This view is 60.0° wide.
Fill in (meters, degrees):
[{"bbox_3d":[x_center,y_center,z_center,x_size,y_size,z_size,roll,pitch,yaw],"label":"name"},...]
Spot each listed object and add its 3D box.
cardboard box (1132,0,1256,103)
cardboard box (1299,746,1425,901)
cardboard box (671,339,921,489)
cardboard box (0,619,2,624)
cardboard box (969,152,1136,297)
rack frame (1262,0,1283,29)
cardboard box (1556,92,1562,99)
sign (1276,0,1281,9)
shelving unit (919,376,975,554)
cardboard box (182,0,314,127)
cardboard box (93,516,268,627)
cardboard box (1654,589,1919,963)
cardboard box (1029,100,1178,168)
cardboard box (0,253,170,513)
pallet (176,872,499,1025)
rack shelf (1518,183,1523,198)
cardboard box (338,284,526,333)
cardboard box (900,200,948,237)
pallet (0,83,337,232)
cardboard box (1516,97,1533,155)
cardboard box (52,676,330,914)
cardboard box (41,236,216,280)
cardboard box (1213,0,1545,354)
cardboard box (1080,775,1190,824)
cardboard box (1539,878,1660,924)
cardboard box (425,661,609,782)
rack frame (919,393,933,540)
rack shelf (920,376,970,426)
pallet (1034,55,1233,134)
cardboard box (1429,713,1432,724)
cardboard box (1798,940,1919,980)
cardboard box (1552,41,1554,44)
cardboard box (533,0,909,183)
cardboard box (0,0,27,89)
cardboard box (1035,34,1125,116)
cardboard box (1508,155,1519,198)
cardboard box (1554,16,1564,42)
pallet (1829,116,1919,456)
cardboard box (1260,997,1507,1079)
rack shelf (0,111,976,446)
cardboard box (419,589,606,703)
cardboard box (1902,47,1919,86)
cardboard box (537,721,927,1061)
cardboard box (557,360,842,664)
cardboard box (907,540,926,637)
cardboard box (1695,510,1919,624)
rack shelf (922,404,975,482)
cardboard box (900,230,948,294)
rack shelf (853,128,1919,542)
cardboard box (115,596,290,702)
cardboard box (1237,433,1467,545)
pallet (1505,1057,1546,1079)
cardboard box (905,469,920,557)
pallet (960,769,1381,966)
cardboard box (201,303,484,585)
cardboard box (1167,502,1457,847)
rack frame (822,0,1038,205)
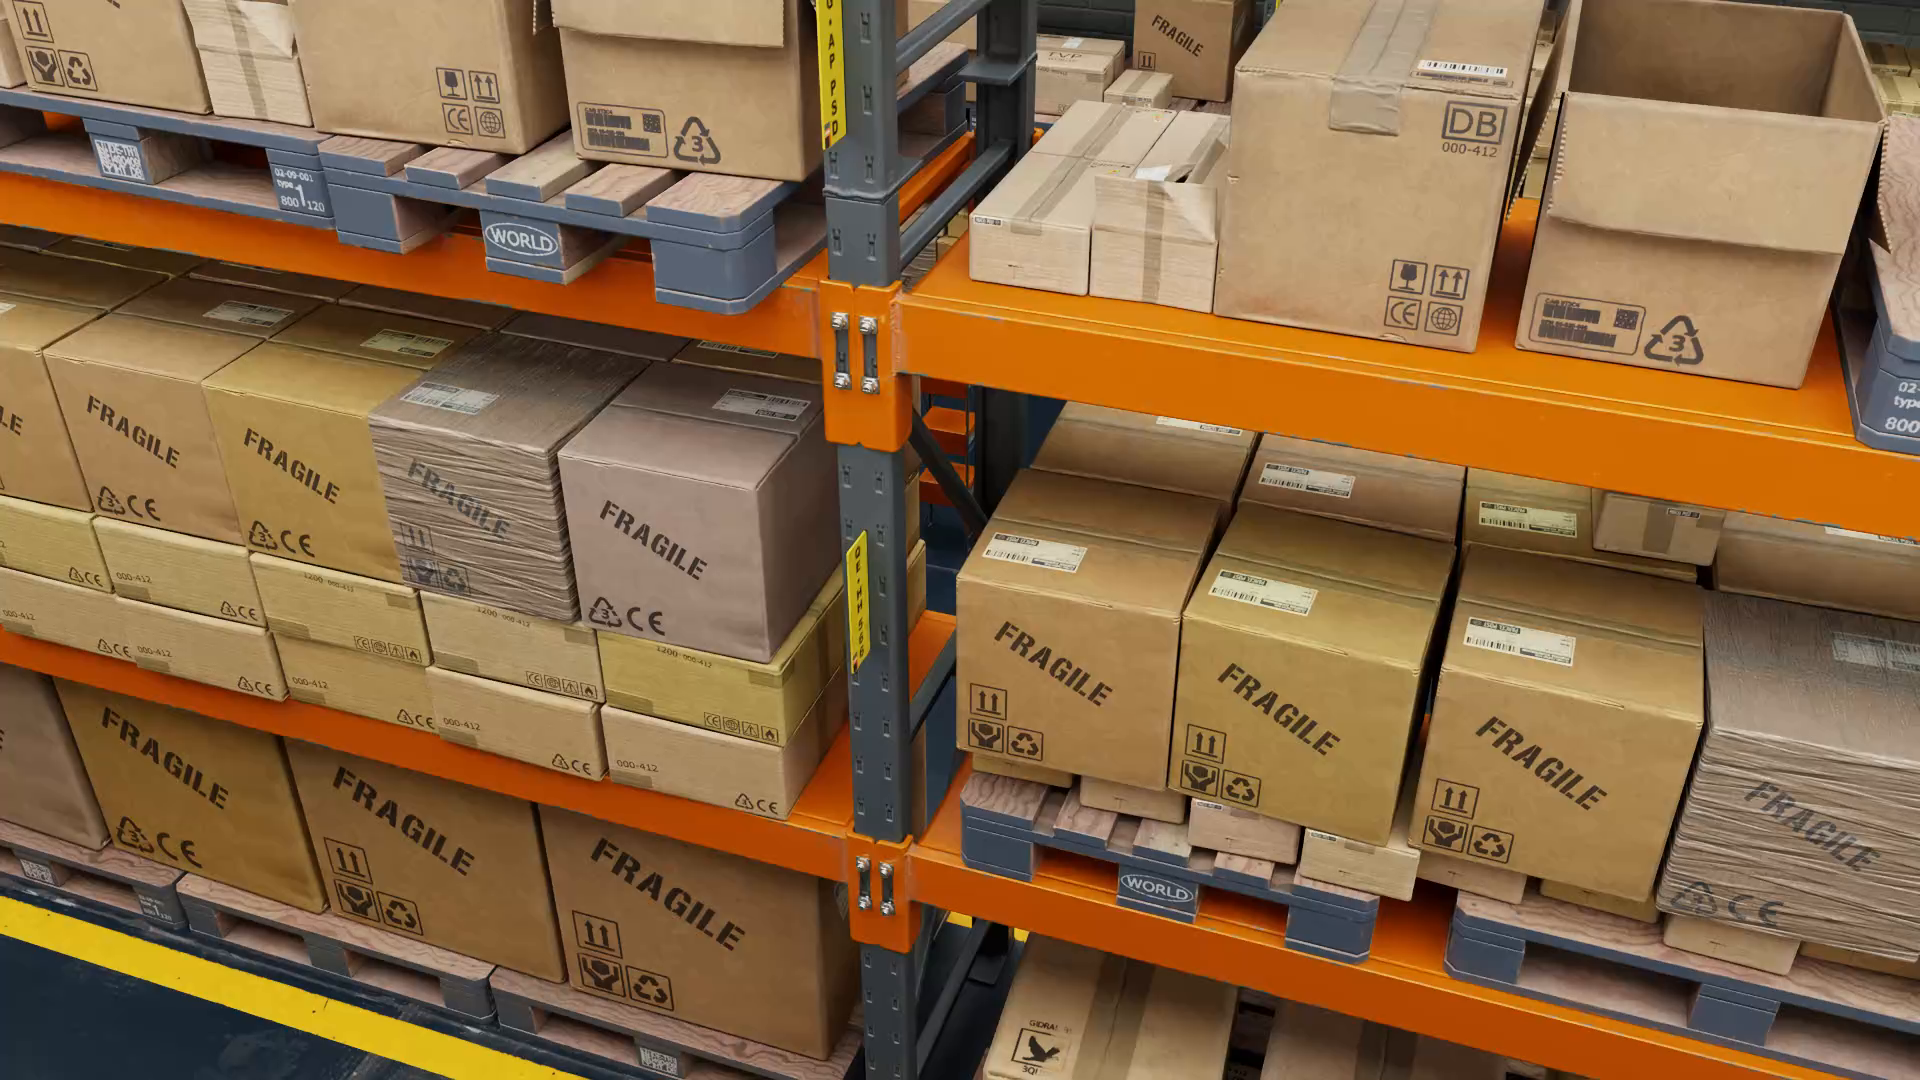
[{"bbox_3d":[1.198,-2.585,8.508,0.500,0.500,0.500,13,35,19],"label":"cardboard box"},{"bbox_3d":[0.951,0.630,3.853,0.250,0.149,0.380,11,34,17],"label":"cardboard box"},{"bbox_3d":[-0.423,-0.334,4.488,0.500,0.500,0.500,10,34,15],"label":"cardboard box"},{"bbox_3d":[-2.994,-0.017,5.149,0.500,0.250,0.500,10,34,15],"label":"cardboard box"},{"bbox_3d":[0.198,-0.667,3.484,0.250,0.149,0.380,11,34,16],"label":"cardboard box"},{"bbox_3d":[1.630,-2.192,8.380,0.127,3.000,1.000,11,34,16],"label":"rack frame"},{"bbox_3d":[2.830,-2.144,7.615,0.250,0.149,0.380,11,35,17],"label":"cardboard box"},{"bbox_3d":[1.456,-2.366,7.655,0.005,0.325,0.100,11,34,16],"label":"sign"},{"bbox_3d":[-0.050,-0.451,7.480,0.252,1.050,0.215,11,34,16],"label":"shelving unit"},{"bbox_3d":[-1.455,-1.110,3.676,0.258,0.266,0.396,10,34,15],"label":"cardboard box"},{"bbox_3d":[-2.044,-0.033,4.713,0.500,0.250,0.500,10,34,15],"label":"cardboard box"},{"bbox_3d":[1.768,0.481,3.486,0.500,0.500,0.500,10,34,15],"label":"cardboard box"},{"bbox_3d":[0.327,-0.861,3.784,0.250,0.149,0.380,11,34,16],"label":"cardboard box"},{"bbox_3d":[-2.530,-0.452,4.670,0.500,0.500,0.500,10,34,15],"label":"cardboard box"},{"bbox_3d":[-1.902,1.108,5.840,1.213,0.211,1.003,11,34,16],"label":"pallet"},{"bbox_3d":[3.513,-1.524,8.008,4.000,0.370,1.077,11,34,16],"label":"rack shelf"},{"bbox_3d":[-1.375,-0.522,4.780,0.500,0.500,0.500,12,35,18],"label":"cardboard box"},{"bbox_3d":[-0.159,-1.809,9.106,0.250,0.149,0.380,9,34,14],"label":"cardboard box"},{"bbox_3d":[-1.719,-1.132,4.146,1.213,0.211,1.003,13,35,19],"label":"pallet"},{"bbox_3d":[2.436,-2.041,7.823,0.500,0.250,0.500,12,35,18],"label":"cardboard box"},{"bbox_3d":[-2.343,0.561,5.687,0.875,0.875,0.875,12,35,18],"label":"cardboard box"},{"bbox_3d":[-2.341,-0.704,5.060,0.500,0.500,0.500,12,35,18],"label":"cardboard box"},{"bbox_3d":[0.848,-0.780,3.336,0.500,0.500,0.700,11,34,16],"label":"cardboard box"},{"bbox_3d":[0.457,0.496,4.062,0.250,0.149,0.380,9,34,14],"label":"cardboard box"},{"bbox_3d":[1.483,0.666,3.797,0.250,0.149,0.380,12,35,18],"label":"cardboard box"},{"bbox_3d":[-1.091,0.361,4.564,0.500,0.250,0.500,12,35,17],"label":"cardboard box"},{"bbox_3d":[-0.165,-0.473,7.515,0.008,1.050,0.200,11,34,16],"label":"rack frame"},{"bbox_3d":[-0.050,-0.680,7.332,0.240,0.259,0.215,11,34,16],"label":"rack shelf"},{"bbox_3d":[0.968,-2.200,8.568,1.003,0.211,1.213,11,34,16],"label":"pallet"},{"bbox_3d":[1.374,0.341,4.301,0.250,0.149,0.380,12,35,17],"label":"cardboard box"},{"bbox_3d":[1.978,0.756,3.658,0.250,0.149,0.380,10,34,15],"label":"cardboard box"},{"bbox_3d":[3.099,-2.213,8.090,0.500,0.250,0.500,11,34,16],"label":"cardboard box"},{"bbox_3d":[-0.447,-1.129,3.485,0.637,0.503,0.797,9,34,14],"label":"cardboard box"},{"bbox_3d":[-2.204,-1.256,3.901,0.258,0.266,0.396,14,35,20],"label":"cardboard box"},{"bbox_3d":[0.528,-2.333,8.350,0.500,0.250,0.500,9,34,14],"label":"cardboard box"},{"bbox_3d":[2.437,-1.829,7.955,0.500,0.250,0.500,10,34,15],"label":"cardboard box"},{"bbox_3d":[2.986,-2.384,7.987,0.250,0.149,0.380,11,34,16],"label":"cardboard box"},{"bbox_3d":[2.202,-0.462,3.107,1.003,0.211,1.213,11,34,16],"label":"pallet"},{"bbox_3d":[1.185,1.510,4.681,0.625,0.372,0.950,10,34,16],"label":"cardboard box"},{"bbox_3d":[-1.924,-0.981,4.401,4.000,0.370,1.077,11,34,16],"label":"rack shelf"},{"bbox_3d":[-1.066,0.145,4.437,0.500,0.250,0.500,10,34,15],"label":"cardboard box"},{"bbox_3d":[4.420,-2.107,7.557,0.250,0.149,0.380,11,34,16],"label":"cardboard box"},{"bbox_3d":[-0.663,0.891,5.177,0.875,0.875,0.875,11,34,16],"label":"cardboard box"},{"bbox_3d":[-0.616,-0.080,4.094,0.500,0.500,0.500,10,34,15],"label":"cardboard box"},{"bbox_3d":[-0.417,0.188,4.831,0.500,0.250,0.500,10,34,16],"label":"cardboard box"},{"bbox_3d":[1.960,0.222,3.887,0.500,0.500,0.500,10,34,15],"label":"cardboard box"},{"bbox_3d":[-0.050,-0.442,7.486,0.240,0.259,0.215,11,34,16],"label":"rack shelf"},{"bbox_3d":[-0.297,-1.563,9.323,0.500,0.500,0.500,10,34,15],"label":"cardboard box"},{"bbox_3d":[1.842,-0.249,3.268,4.000,0.370,1.077,11,34,16],"label":"rack shelf"},{"bbox_3d":[-2.049,0.182,4.842,0.500,0.250,0.500,10,34,16],"label":"cardboard box"},{"bbox_3d":[0.971,0.030,4.185,0.500,0.500,0.500,10,34,16],"label":"cardboard box"},{"bbox_3d":[1.839,1.883,4.640,1.213,0.211,1.003,11,34,16],"label":"pallet"},{"bbox_3d":[-0.435,-0.023,4.697,0.500,0.250,0.500,11,34,16],"label":"cardboard box"},{"bbox_3d":[0.666,0.500,4.387,1.003,0.211,1.213,11,34,16],"label":"pallet"},{"bbox_3d":[-1.567,-0.264,4.379,0.500,0.500,0.500,11,34,17],"label":"cardboard box"},{"bbox_3d":[0.798,0.292,3.779,0.500,0.500,0.500,13,35,19],"label":"cardboard box"},{"bbox_3d":[-0.041,-2.177,2.826,0.127,3.000,1.000,11,34,16],"label":"rack frame"}]
